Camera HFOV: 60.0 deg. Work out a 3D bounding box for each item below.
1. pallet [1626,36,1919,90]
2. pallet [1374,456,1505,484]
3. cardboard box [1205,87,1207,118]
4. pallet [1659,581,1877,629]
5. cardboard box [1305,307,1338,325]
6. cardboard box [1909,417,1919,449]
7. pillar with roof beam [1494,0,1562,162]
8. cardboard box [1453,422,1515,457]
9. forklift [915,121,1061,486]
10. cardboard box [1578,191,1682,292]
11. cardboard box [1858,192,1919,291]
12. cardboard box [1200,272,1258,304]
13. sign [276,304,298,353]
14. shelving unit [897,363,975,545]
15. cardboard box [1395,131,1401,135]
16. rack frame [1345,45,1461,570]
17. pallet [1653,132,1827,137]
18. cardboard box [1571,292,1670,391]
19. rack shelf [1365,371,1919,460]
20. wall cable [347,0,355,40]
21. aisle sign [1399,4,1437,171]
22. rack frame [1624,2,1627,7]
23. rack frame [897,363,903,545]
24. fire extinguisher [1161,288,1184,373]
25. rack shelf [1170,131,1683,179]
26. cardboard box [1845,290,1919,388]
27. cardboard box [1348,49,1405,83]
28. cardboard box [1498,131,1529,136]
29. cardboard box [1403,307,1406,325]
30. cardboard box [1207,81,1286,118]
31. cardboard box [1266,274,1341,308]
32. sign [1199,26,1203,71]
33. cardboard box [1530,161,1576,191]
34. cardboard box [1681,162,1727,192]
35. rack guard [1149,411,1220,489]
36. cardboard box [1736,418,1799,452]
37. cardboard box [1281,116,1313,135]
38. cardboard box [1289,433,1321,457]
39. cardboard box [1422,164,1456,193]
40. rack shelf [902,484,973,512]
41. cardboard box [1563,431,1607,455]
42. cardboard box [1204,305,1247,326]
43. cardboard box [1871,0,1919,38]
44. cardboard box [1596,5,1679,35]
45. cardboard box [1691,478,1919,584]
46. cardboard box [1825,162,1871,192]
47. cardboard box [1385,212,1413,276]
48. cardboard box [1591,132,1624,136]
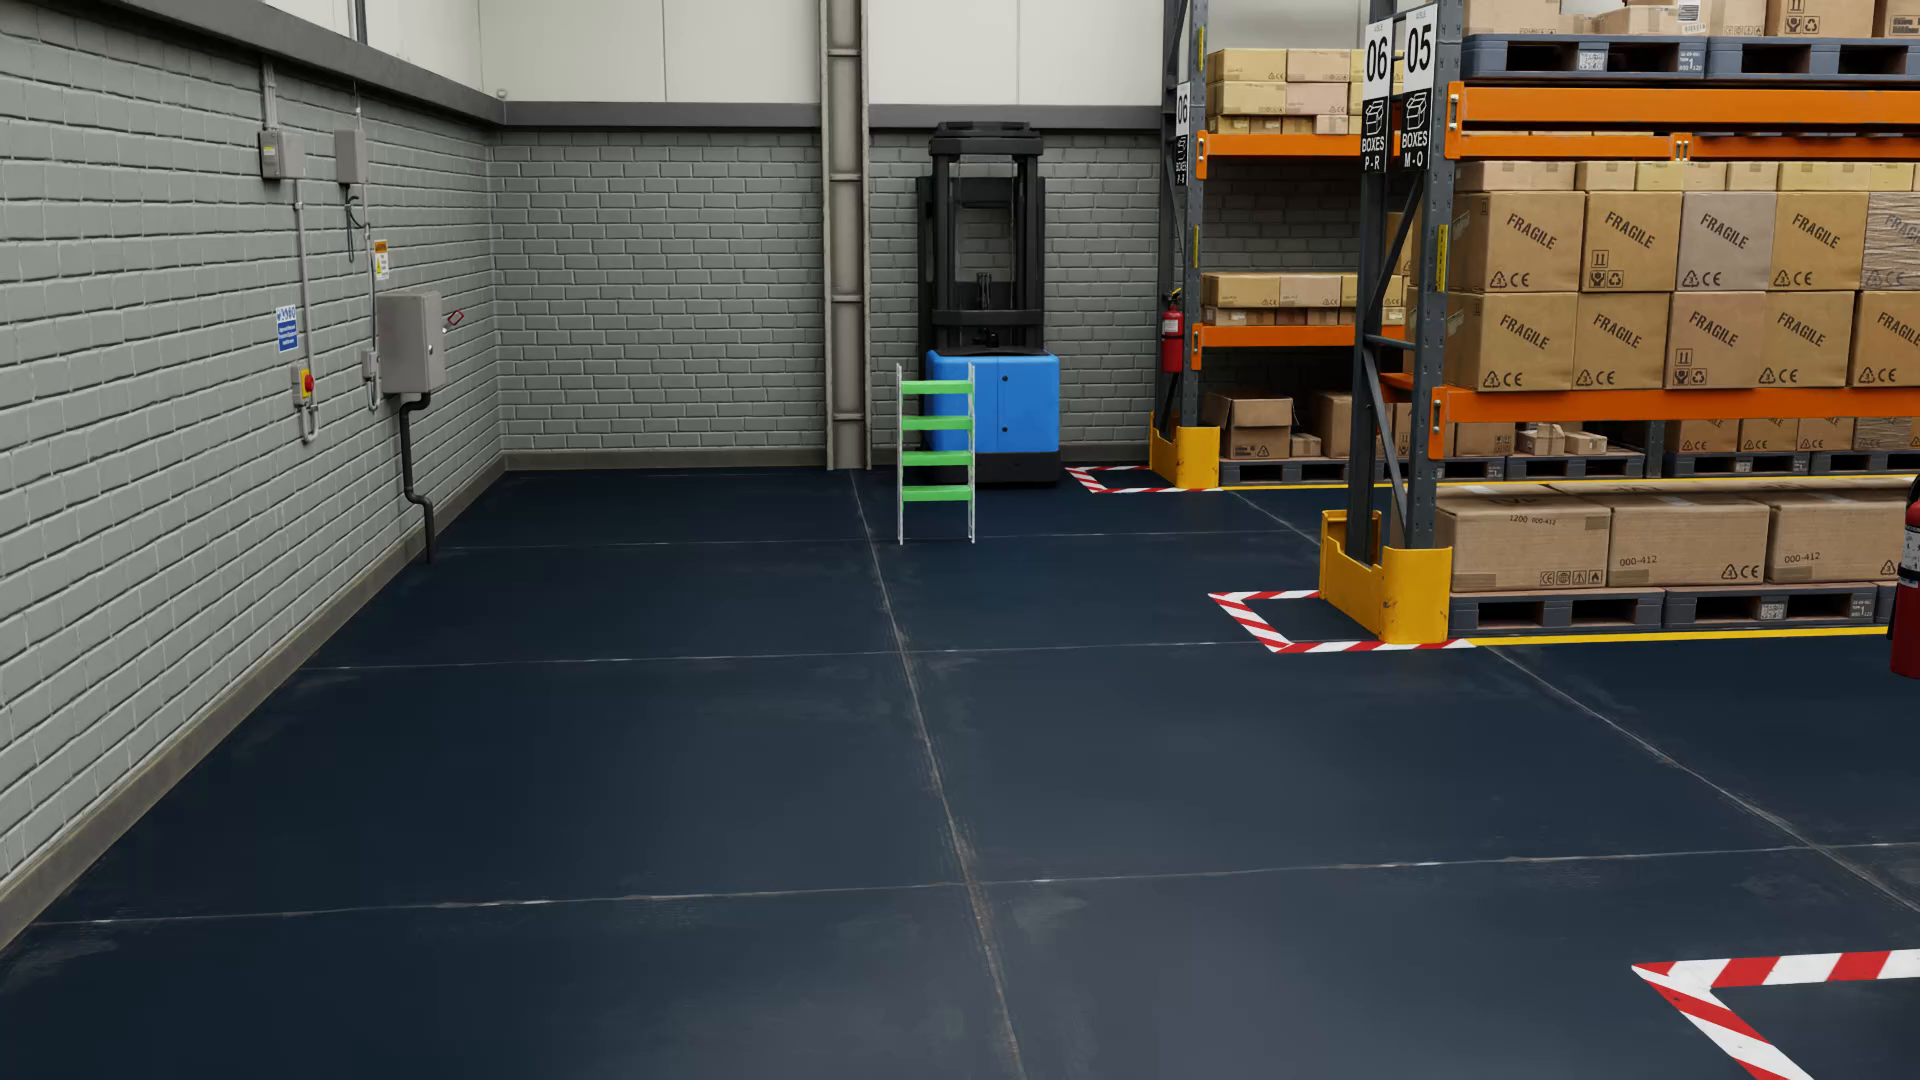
[{"bbox_3d":[4.292,-2.516,8.843,1.213,0.211,1.003,-1,11,-6],"label":"pallet"},{"bbox_3d":[3.879,-0.671,14.233,1.213,0.211,1.003,-1,11,-6],"label":"pallet"},{"bbox_3d":[2.213,-3.602,13.753,0.500,0.250,0.500,-1,11,-7],"label":"cardboard box"},{"bbox_3d":[4.337,0.268,9.459,1.213,0.211,1.003,-1,11,-6],"label":"pallet"},{"bbox_3d":[2.920,-1.847,13.637,0.250,0.149,0.380,-1,11,-4],"label":"cardboard box"},{"bbox_3d":[8.338,-1.072,14.437,0.500,0.500,0.500,-1,11,-4],"label":"cardboard box"},{"bbox_3d":[5.453,-4.356,10.195,0.400,9.000,9.100,-1,11,-6],"label":"pillar with roof beam"},{"bbox_3d":[4.305,-1.002,14.080,0.500,0.500,0.700,-2,11,-8],"label":"cardboard box"},{"bbox_3d":[0.158,-2.121,14.556,1.130,2.935,3.031,-1,11,-5],"label":"forklift"},{"bbox_3d":[3.361,-1.551,8.631,0.500,0.500,0.500,-2,11,-8],"label":"cardboard box"},{"bbox_3d":[4.867,-1.583,8.792,0.500,0.500,0.500,-1,11,-5],"label":"cardboard box"},{"bbox_3d":[2.229,-2.129,14.038,0.500,0.250,0.500,-1,11,-4],"label":"cardboard box"},{"bbox_3d":[-3.318,-1.044,8.203,0.001,0.218,0.327,-1,11,-6],"label":"sign"},{"bbox_3d":[-0.165,-0.585,11.235,0.503,1.200,0.258,-1,11,-6],"label":"shelving unit"},{"bbox_3d":[3.415,-3.328,13.397,0.250,0.149,0.380,-1,11,-7],"label":"cardboard box"},{"bbox_3d":[2.340,-1.044,8.903,0.127,3.000,1.000,-1,11,-6],"label":"rack frame"},{"bbox_3d":[6.433,-3.459,13.898,1.003,0.211,1.213,-1,11,-6],"label":"pallet"},{"bbox_3d":[3.348,-1.064,8.745,0.500,0.500,0.500,-1,11,-7],"label":"cardboard box"},{"bbox_3d":[4.329,-0.733,9.184,4.000,0.370,1.077,-1,11,-6],"label":"rack shelf"},{"bbox_3d":[-3.363,-3.959,8.180,0.029,3.000,2.355,-1,11,-6],"label":"wall cable"},{"bbox_3d":[2.300,-2.263,8.361,0.004,0.787,0.394,-1,11,-6],"label":"aisle sign"},{"bbox_3d":[5.777,-5.023,13.589,0.127,3.000,1.000,-1,11,-6],"label":"rack frame"},{"bbox_3d":[-0.407,-0.580,11.209,0.015,1.200,0.240,-1,11,-6],"label":"rack frame"},{"bbox_3d":[1.704,-1.683,13.321,0.183,0.674,0.296,-1,11,-6],"label":"fire extinguisher"},{"bbox_3d":[3.789,-3.156,13.736,4.000,0.370,1.077,-1,11,-6],"label":"rack shelf"},{"bbox_3d":[4.874,-1.093,8.891,0.500,0.500,0.500,-1,11,-7],"label":"cardboard box"},{"bbox_3d":[3.274,-3.767,13.297,0.500,0.250,0.500,-1,11,-7],"label":"cardboard box"},{"bbox_3d":[4.426,-3.351,13.513,0.250,0.149,0.380,-1,11,-4],"label":"cardboard box"},{"bbox_3d":[3.703,-1.854,13.672,0.250,0.149,0.380,-1,11,-5],"label":"cardboard box"},{"bbox_3d":[2.271,-3.497,13.221,0.500,0.250,0.500,-1,11,-7],"label":"cardboard box"},{"bbox_3d":[2.782,-2.037,13.569,0.500,0.250,0.500,-1,11,-5],"label":"cardboard box"},{"bbox_3d":[1.859,-3.793,12.841,0.005,0.325,0.100,-1,11,-6],"label":"sign"},{"bbox_3d":[2.976,-1.875,8.599,0.250,0.149,0.380,-1,11,-5],"label":"cardboard box"},{"bbox_3d":[3.762,-1.883,8.639,0.250,0.149,0.380,-1,11,-6],"label":"cardboard box"},{"bbox_3d":[1.876,-0.771,13.993,0.348,0.500,1.175,-1,11,-6],"label":"rack guard"},{"bbox_3d":[6.811,-1.039,14.267,0.500,0.500,0.500,-1,11,-7],"label":"cardboard box"},{"bbox_3d":[2.657,-3.319,13.350,0.250,0.149,0.380,-1,11,-6],"label":"cardboard box"},{"bbox_3d":[2.846,-0.799,13.958,0.250,0.149,0.380,-2,11,-8],"label":"cardboard box"},{"bbox_3d":[2.676,-1.948,8.967,0.250,0.149,0.380,-1,11,-5],"label":"cardboard box"},{"bbox_3d":[-0.165,-0.287,11.293,0.480,0.148,0.258,-1,11,-6],"label":"rack shelf"},{"bbox_3d":[5.255,-0.818,14.057,0.250,0.149,0.380,-2,11,-8],"label":"cardboard box"},{"bbox_3d":[2.157,-1.827,13.536,0.250,0.149,0.380,-1,11,-7],"label":"cardboard box"},{"bbox_3d":[4.980,-2.871,8.803,0.637,0.503,0.797,0,11,-2],"label":"cardboard box"},{"bbox_3d":[3.447,-2.626,8.478,0.250,0.149,0.380,-1,11,-4],"label":"cardboard box"},{"bbox_3d":[4.791,-0.065,9.476,0.875,0.438,0.875,-2,11,-8],"label":"cardboard box"},{"bbox_3d":[4.525,-1.895,8.700,0.250,0.149,0.380,-1,11,-6],"label":"cardboard box"},{"bbox_3d":[3.772,-2.425,13.602,0.500,0.500,0.500,-1,11,-5],"label":"cardboard box"},{"bbox_3d":[5.208,-3.359,13.554,0.250,0.149,0.380,-1,11,-6],"label":"cardboard box"}]
